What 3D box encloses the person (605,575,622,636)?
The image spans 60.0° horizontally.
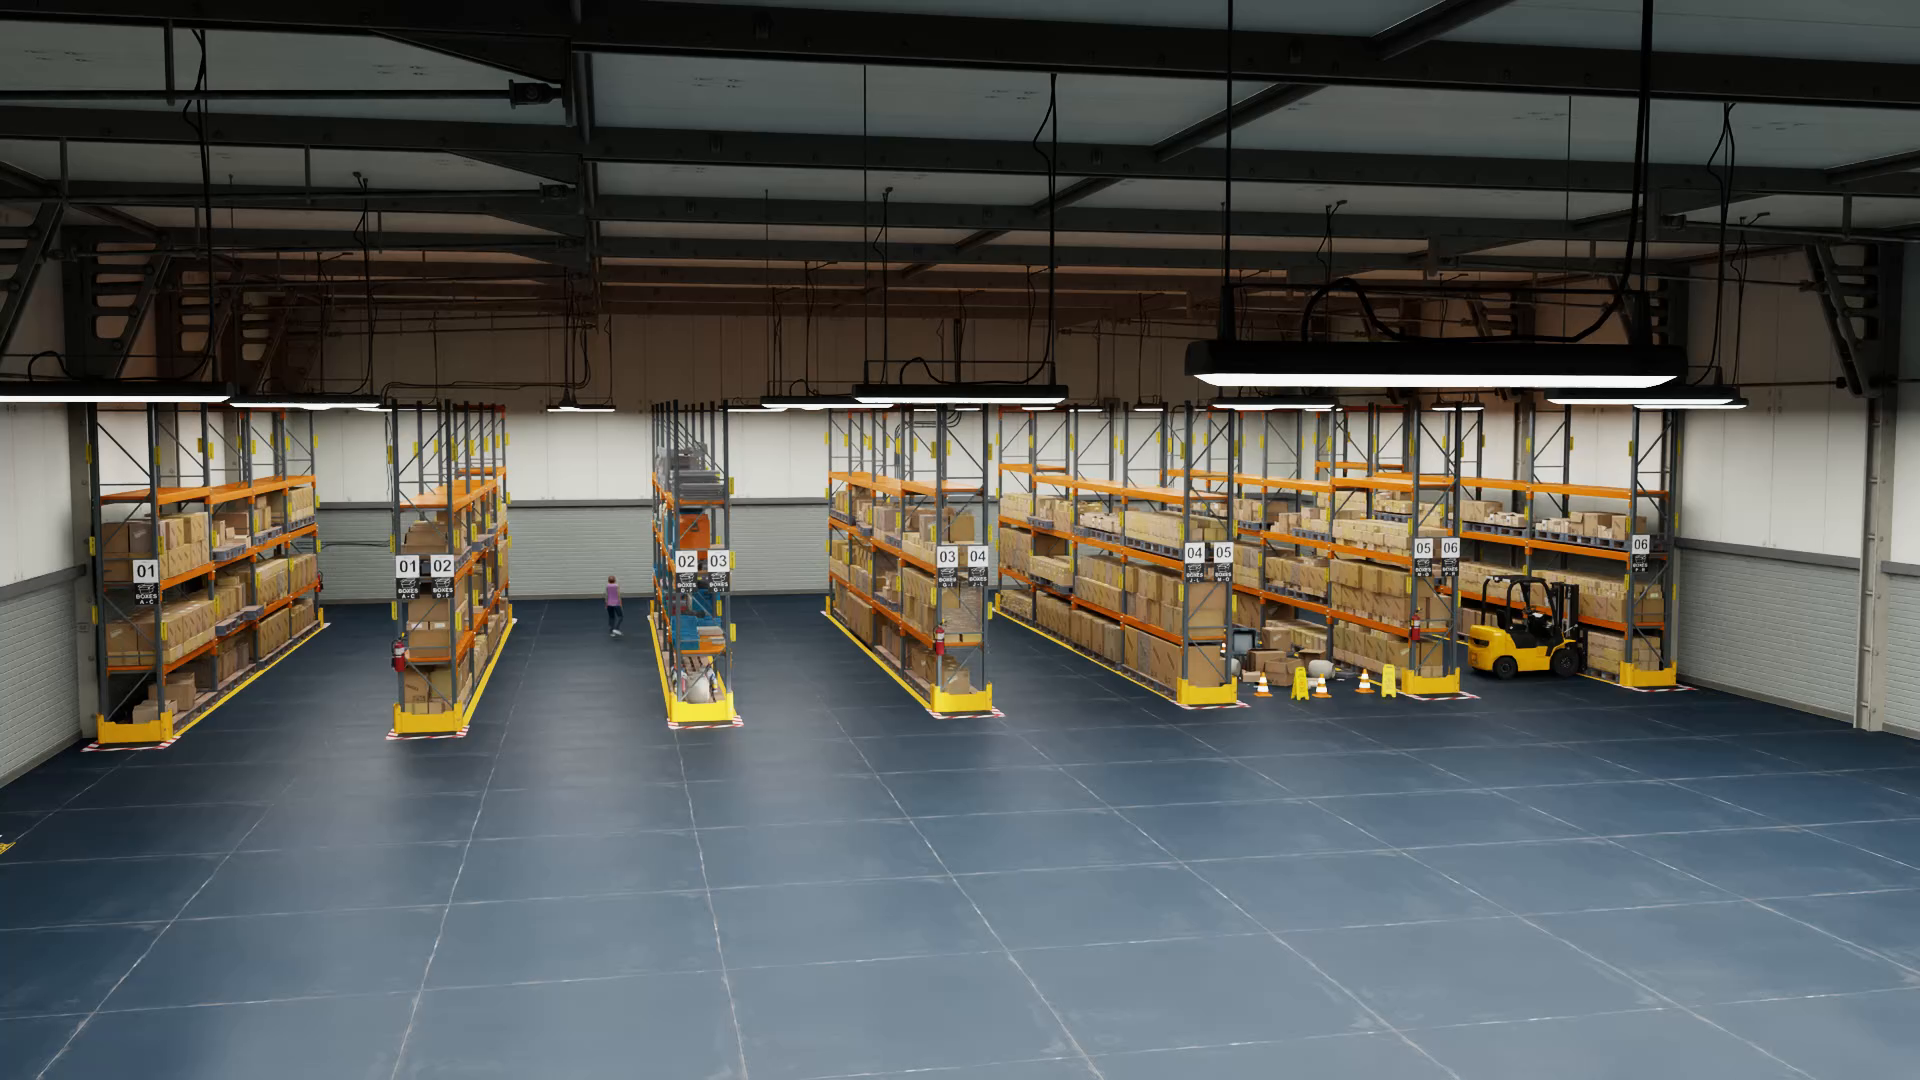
[{"bbox_3d":[-8.940,1.701,42.853,0.450,1.598,0.445,1,4,12],"label":"person"}]
